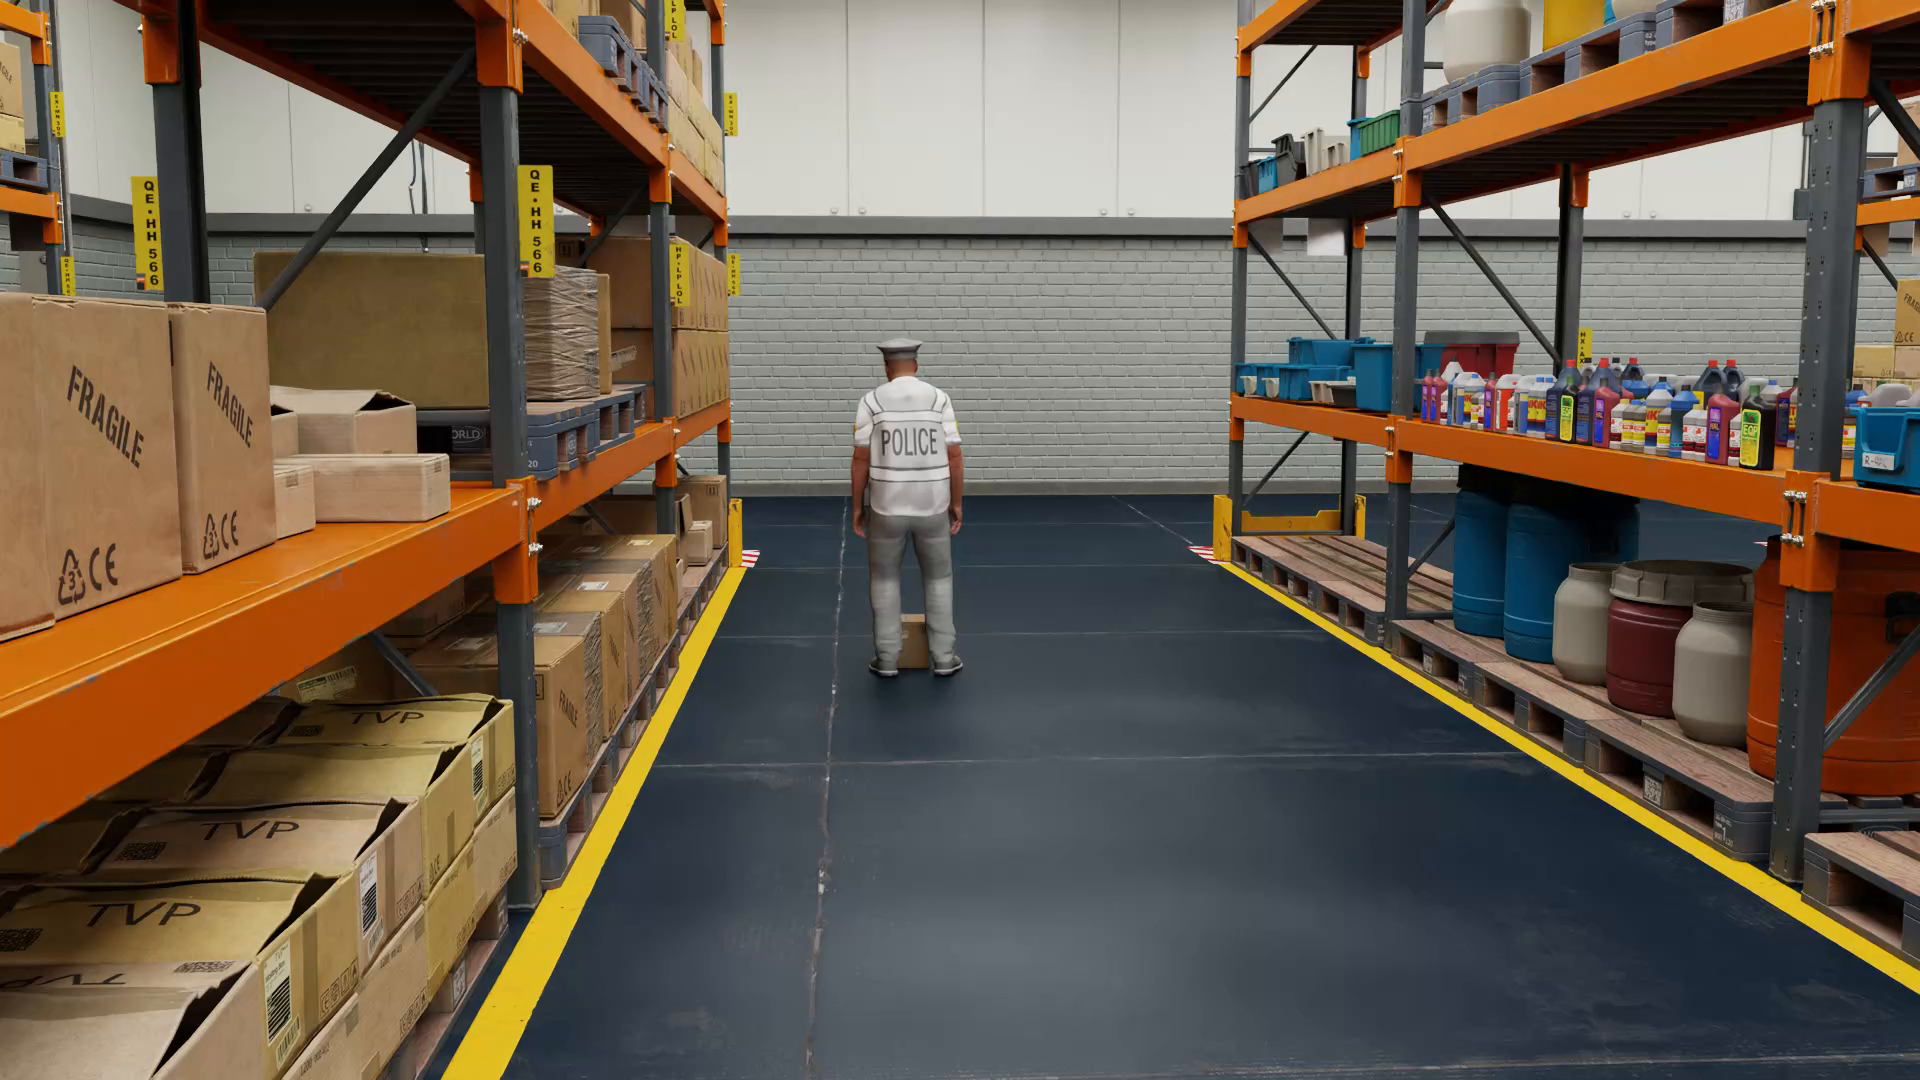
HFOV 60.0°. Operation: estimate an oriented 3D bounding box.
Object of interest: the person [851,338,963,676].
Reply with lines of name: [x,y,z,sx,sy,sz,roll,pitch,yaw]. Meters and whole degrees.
person: [-0.268,-0.167,8.612,0.596,1.747,0.437,-1,7,-7]
